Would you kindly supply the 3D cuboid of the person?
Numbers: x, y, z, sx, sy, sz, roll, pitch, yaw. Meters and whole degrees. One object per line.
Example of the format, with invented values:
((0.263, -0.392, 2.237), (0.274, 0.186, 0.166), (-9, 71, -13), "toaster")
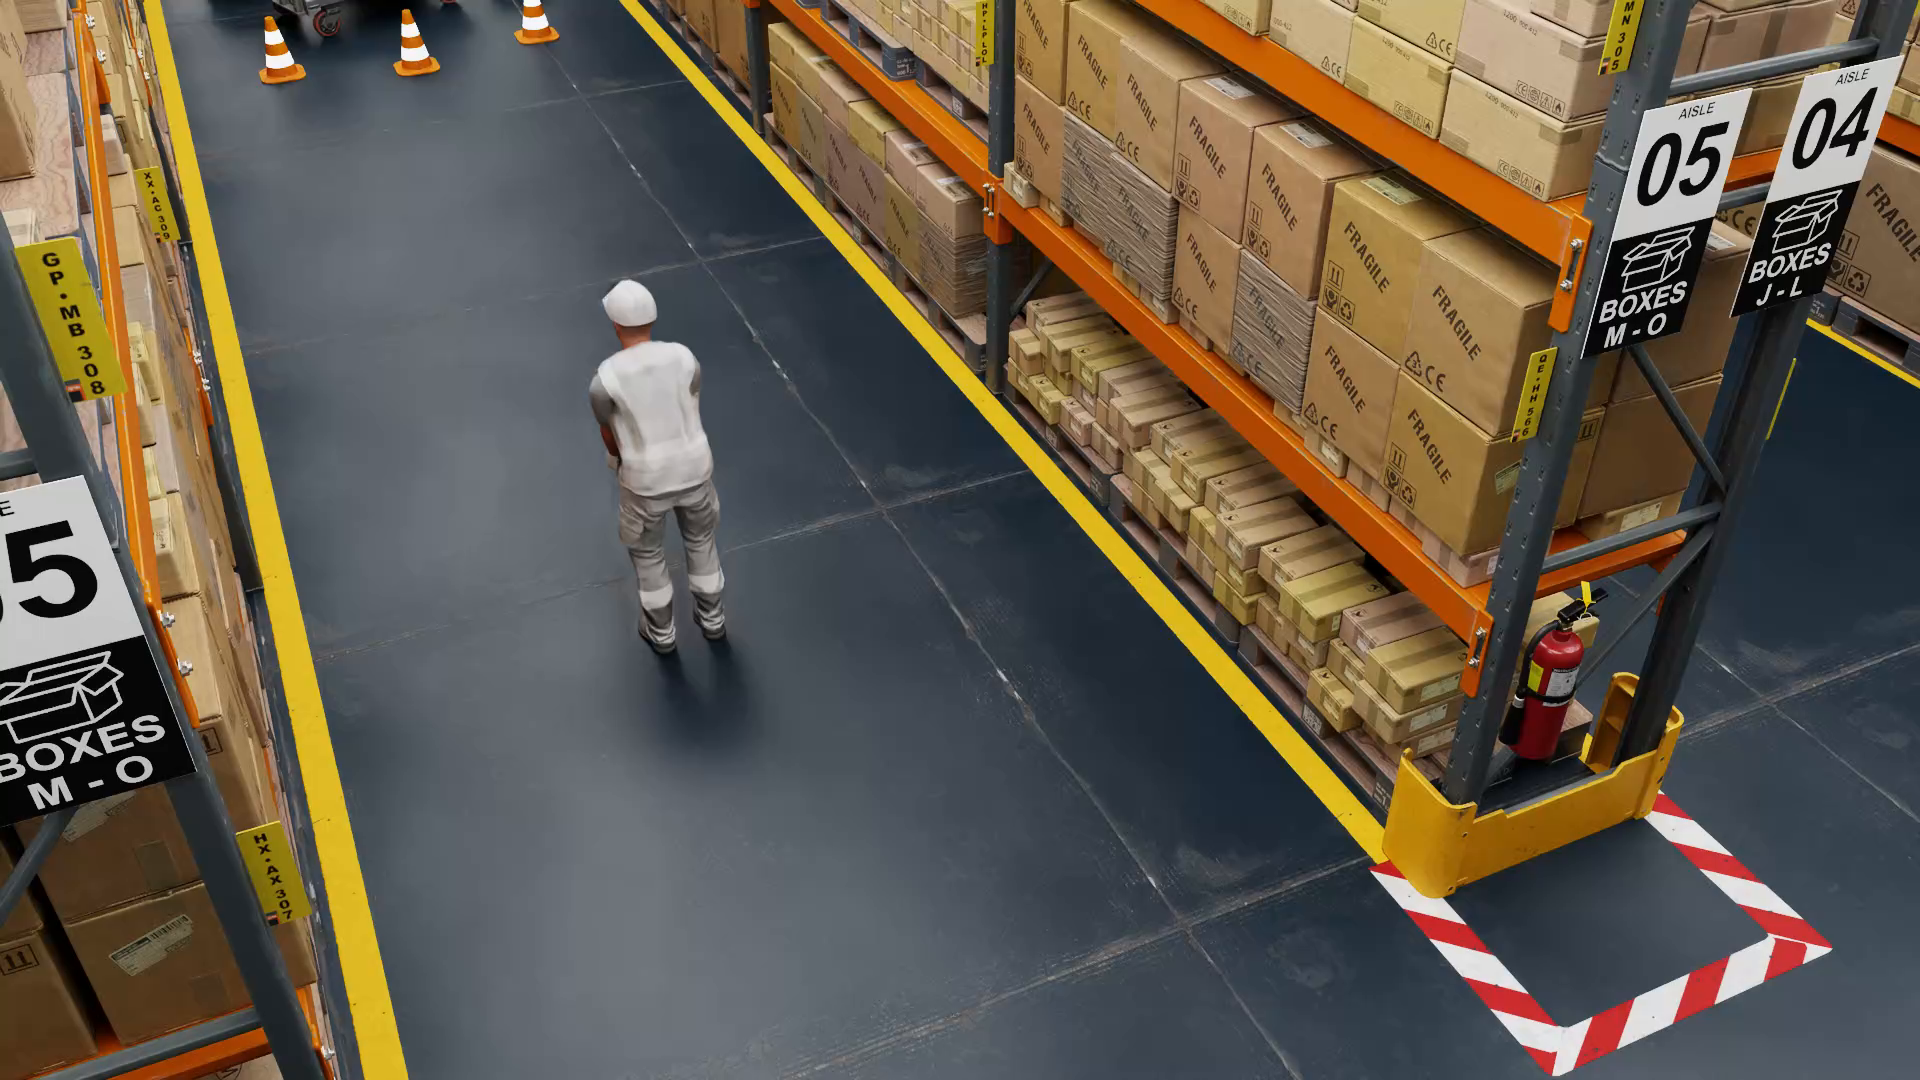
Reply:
((-1.334, -0.323, 7.286), (0.489, 1.763, 0.587), (-16, 40, -21), "person")
